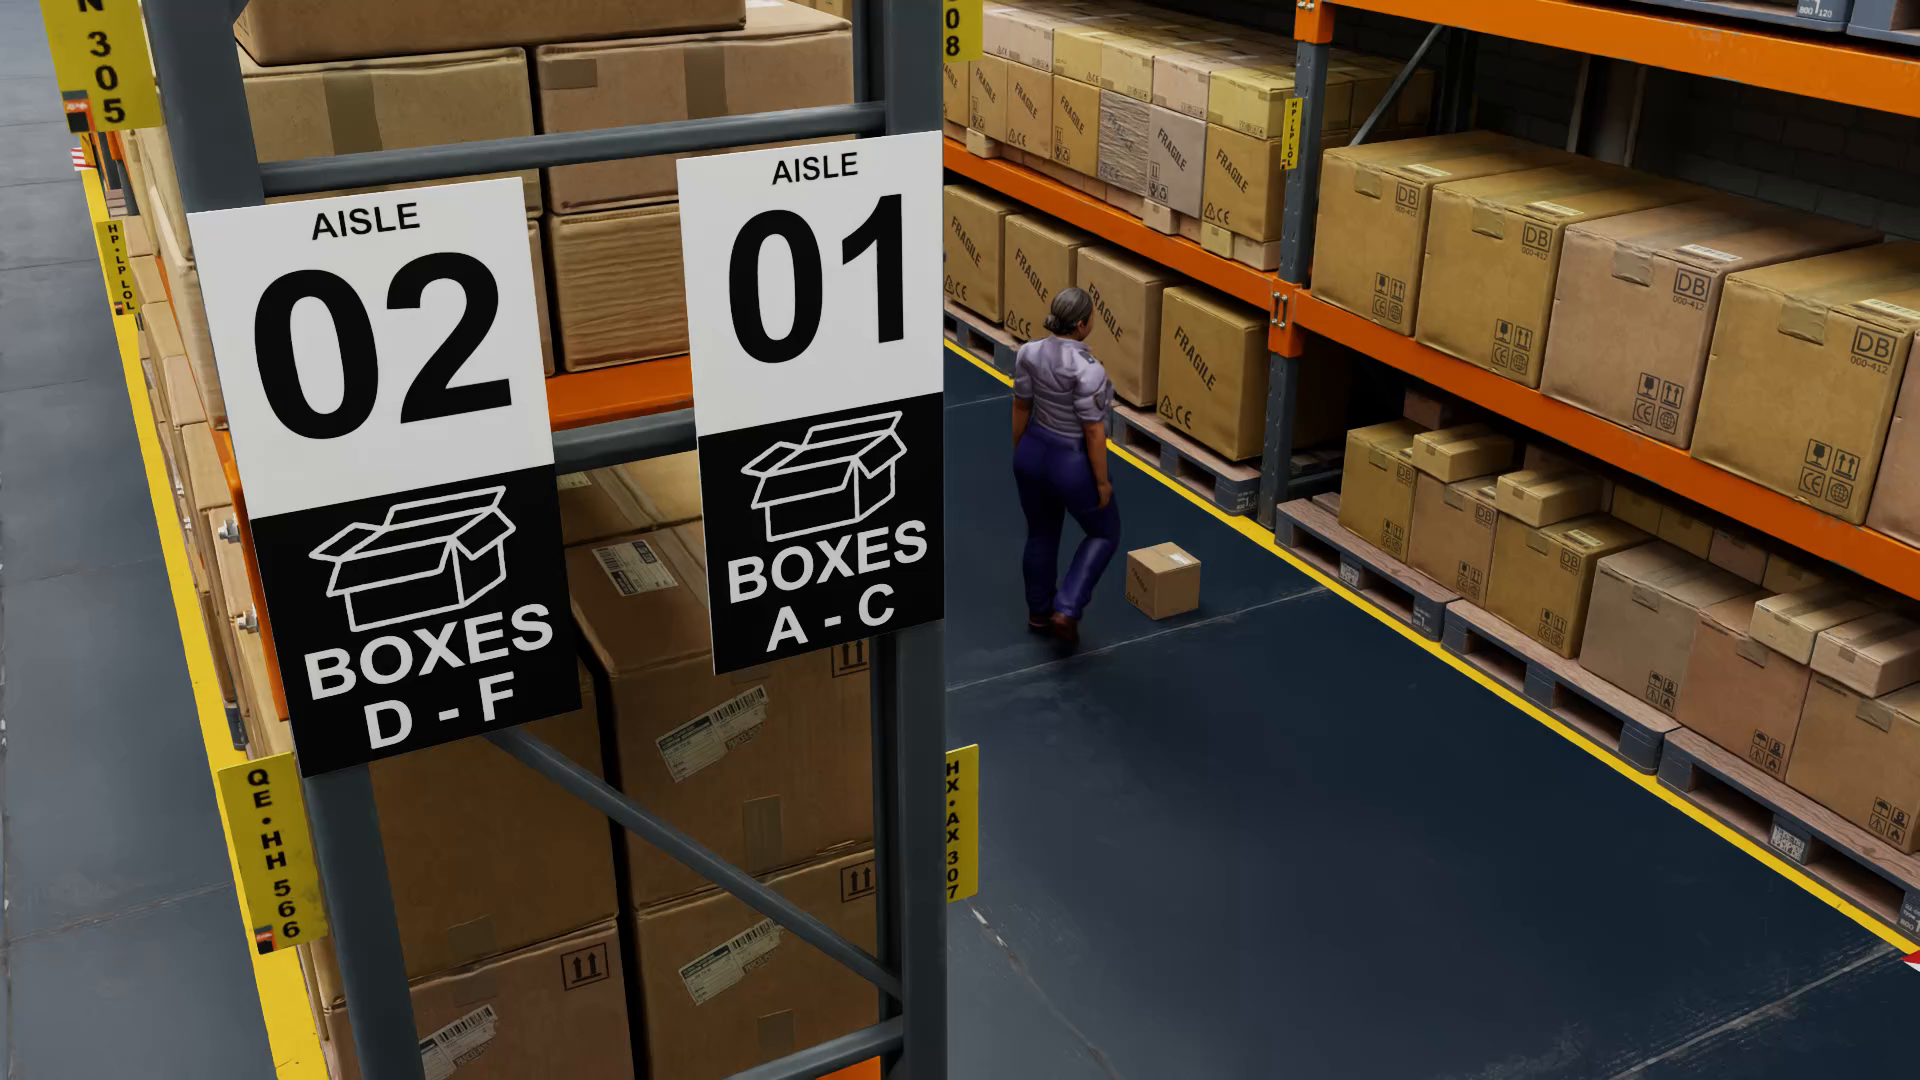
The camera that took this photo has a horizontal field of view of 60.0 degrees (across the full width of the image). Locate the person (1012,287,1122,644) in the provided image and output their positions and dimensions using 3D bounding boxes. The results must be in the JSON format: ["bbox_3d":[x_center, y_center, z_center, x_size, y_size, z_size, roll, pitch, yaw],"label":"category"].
[{"bbox_3d":[0.443,-0.318,7.264,0.504,1.641,0.497,19,32,34],"label":"person"}]
